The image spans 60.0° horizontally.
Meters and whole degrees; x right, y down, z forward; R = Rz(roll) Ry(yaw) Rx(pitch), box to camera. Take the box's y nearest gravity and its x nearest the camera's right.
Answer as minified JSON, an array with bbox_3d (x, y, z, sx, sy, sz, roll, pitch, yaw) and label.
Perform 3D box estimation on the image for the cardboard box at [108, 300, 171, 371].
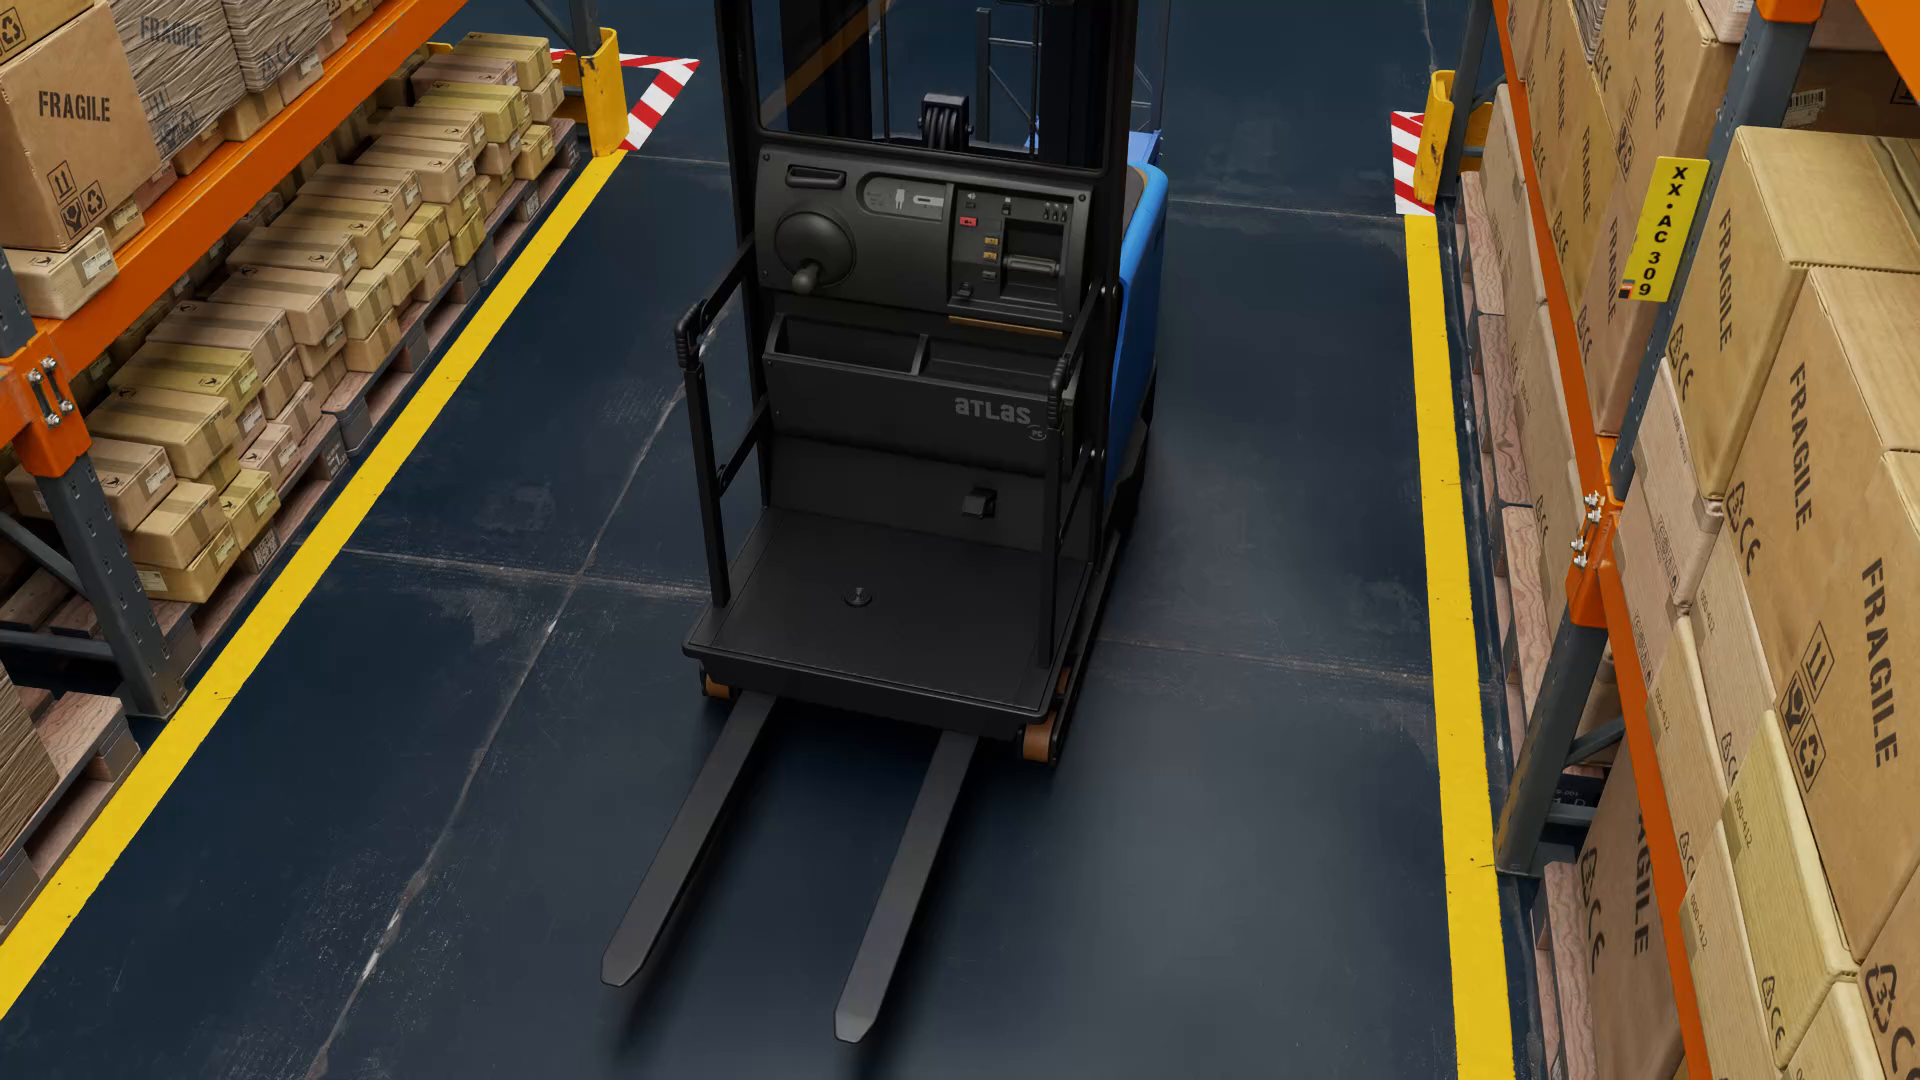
[{"bbox_3d":[-2.932,-0.714,5.700,0.380,0.149,0.250,8,40,9],"label":"cardboard box"}]

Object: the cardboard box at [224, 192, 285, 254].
[{"bbox_3d":[-2.791,-1.209,6.299,0.380,0.149,0.250,6,40,8],"label":"cardboard box"}]

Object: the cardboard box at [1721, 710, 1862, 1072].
[{"bbox_3d":[1.463,0.543,2.464,0.500,0.250,0.500,7,40,8],"label":"cardboard box"}]

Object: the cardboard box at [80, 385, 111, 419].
[{"bbox_3d":[-3.095,-0.445,5.609,0.380,0.149,0.250,5,40,6],"label":"cardboard box"}]

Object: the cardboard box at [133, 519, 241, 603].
[{"bbox_3d":[-2.521,0.050,5.243,0.380,0.149,0.250,5,40,6],"label":"cardboard box"}]

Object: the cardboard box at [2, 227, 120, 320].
[{"bbox_3d":[-2.529,-0.738,4.486,0.380,0.149,0.250,8,40,9],"label":"cardboard box"}]

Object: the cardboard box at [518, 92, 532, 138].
[{"bbox_3d":[-2.117,-1.861,7.321,0.380,0.149,0.250,6,40,7],"label":"cardboard box"}]

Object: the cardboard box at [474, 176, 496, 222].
[{"bbox_3d":[-2.199,-1.428,7.031,0.380,0.149,0.250,7,40,8],"label":"cardboard box"}]

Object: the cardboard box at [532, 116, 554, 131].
[{"bbox_3d":[-2.094,-1.914,7.618,0.380,0.149,0.250,7,40,8],"label":"cardboard box"}]

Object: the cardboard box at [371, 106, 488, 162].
[{"bbox_3d":[-2.177,-1.653,6.836,0.380,0.149,0.250,5,40,6],"label":"cardboard box"}]

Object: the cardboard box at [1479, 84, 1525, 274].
[{"bbox_3d":[2.669,-1.471,6.856,0.875,0.438,0.875,5,40,6],"label":"cardboard box"}]

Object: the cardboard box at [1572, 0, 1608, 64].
[{"bbox_3d":[1.977,-1.600,4.468,0.500,0.500,0.500,7,40,8],"label":"cardboard box"}]

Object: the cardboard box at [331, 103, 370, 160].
[{"bbox_3d":[-2.694,-1.710,6.905,0.380,0.149,0.250,5,40,5],"label":"cardboard box"}]

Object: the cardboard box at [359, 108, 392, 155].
[{"bbox_3d":[-2.610,-1.752,7.190,0.380,0.149,0.250,7,40,8],"label":"cardboard box"}]

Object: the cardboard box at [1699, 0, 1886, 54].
[{"bbox_3d":[1.732,-1.113,3.370,0.380,0.149,0.250,6,40,7],"label":"cardboard box"}]

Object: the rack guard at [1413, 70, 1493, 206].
[{"bbox_3d":[2.689,-1.773,7.502,1.175,0.500,0.348,6,40,8],"label":"rack guard"}]

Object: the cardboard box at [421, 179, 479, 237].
[{"bbox_3d":[-2.183,-1.366,6.723,0.380,0.149,0.250,7,40,8],"label":"cardboard box"}]

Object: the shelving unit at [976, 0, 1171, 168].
[{"bbox_3d":[0.434,-1.462,6.341,0.538,1.500,1.048,10,41,12],"label":"shelving unit"}]

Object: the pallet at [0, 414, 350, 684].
[{"bbox_3d":[-2.819,-0.044,5.638,1.003,0.211,1.213,6,40,8],"label":"pallet"}]

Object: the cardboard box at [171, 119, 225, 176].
[{"bbox_3d":[-2.510,-1.252,5.107,0.380,0.149,0.250,5,40,6],"label":"cardboard box"}]

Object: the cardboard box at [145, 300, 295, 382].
[{"bbox_3d":[-2.513,-0.676,5.654,0.380,0.149,0.250,5,40,7],"label":"cardboard box"}]

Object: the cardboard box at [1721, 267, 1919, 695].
[{"bbox_3d":[1.573,-0.068,2.615,0.500,0.500,0.500,6,40,7],"label":"cardboard box"}]

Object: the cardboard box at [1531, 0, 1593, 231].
[{"bbox_3d":[1.977,-1.210,4.781,0.500,0.500,0.500,6,40,7],"label":"cardboard box"}]

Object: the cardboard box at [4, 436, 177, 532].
[{"bbox_3d":[-2.637,-0.179,5.054,0.380,0.149,0.250,8,40,9],"label":"cardboard box"}]

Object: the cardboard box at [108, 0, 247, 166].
[{"bbox_3d":[-2.488,-1.441,4.827,0.500,0.500,0.500,6,40,8],"label":"cardboard box"}]

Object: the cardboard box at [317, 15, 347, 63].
[{"bbox_3d":[-2.348,-1.744,5.702,0.380,0.149,0.250,8,40,9],"label":"cardboard box"}]

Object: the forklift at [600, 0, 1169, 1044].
[{"bbox_3d":[-0.164,-0.747,4.353,1.130,2.935,3.031,10,41,12],"label":"forklift"}]

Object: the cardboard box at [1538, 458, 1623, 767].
[{"bbox_3d":[2.207,0.232,4.796,0.875,0.438,0.875,6,40,7],"label":"cardboard box"}]

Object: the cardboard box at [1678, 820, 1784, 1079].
[{"bbox_3d":[1.464,0.738,2.620,0.500,0.250,0.500,6,40,7],"label":"cardboard box"}]

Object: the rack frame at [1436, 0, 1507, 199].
[{"bbox_3d":[2.685,-2.721,6.688,1.000,3.000,0.127,6,40,8],"label":"rack frame"}]

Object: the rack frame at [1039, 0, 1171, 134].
[{"bbox_3d":[0.568,-1.774,6.719,0.500,1.500,0.032,10,41,12],"label":"rack frame"}]

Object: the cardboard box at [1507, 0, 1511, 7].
[{"bbox_3d":[2.259,-2.170,5.942,0.500,0.500,0.500,6,40,7],"label":"cardboard box"}]

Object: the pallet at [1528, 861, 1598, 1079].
[{"bbox_3d":[1.933,1.356,3.944,1.003,0.211,1.213,6,40,8],"label":"pallet"}]

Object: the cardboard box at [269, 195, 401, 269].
[{"bbox_3d":[-2.341,-1.157,6.237,0.380,0.149,0.250,7,40,8],"label":"cardboard box"}]

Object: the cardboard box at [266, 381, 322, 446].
[{"bbox_3d":[-2.488,-0.443,5.840,0.380,0.149,0.250,6,40,7],"label":"cardboard box"}]

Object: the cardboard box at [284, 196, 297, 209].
[{"bbox_3d":[-2.720,-1.251,6.584,0.380,0.149,0.250,8,40,10],"label":"cardboard box"}]

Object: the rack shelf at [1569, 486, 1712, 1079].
[{"bbox_3d":[1.647,1.321,2.362,1.077,0.370,4.000,6,40,8],"label":"rack shelf"}]

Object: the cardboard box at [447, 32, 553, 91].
[{"bbox_3d":[-2.050,-2.136,7.420,0.380,0.149,0.250,7,40,8],"label":"cardboard box"}]

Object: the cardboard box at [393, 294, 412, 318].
[{"bbox_3d":[-2.366,-0.942,6.443,0.380,0.149,0.250,7,40,9],"label":"cardboard box"}]

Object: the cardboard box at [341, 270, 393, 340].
[{"bbox_3d":[-2.334,-0.880,6.134,0.380,0.149,0.250,6,40,7],"label":"cardboard box"}]

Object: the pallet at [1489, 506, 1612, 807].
[{"bbox_3d":[2.201,0.395,5.107,1.003,0.211,1.213,6,40,8],"label":"pallet"}]

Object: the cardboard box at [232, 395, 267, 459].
[{"bbox_3d":[-2.560,-0.389,5.541,0.380,0.149,0.250,6,40,7],"label":"cardboard box"}]

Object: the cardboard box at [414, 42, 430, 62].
[{"bbox_3d":[-2.633,-2.205,7.504,0.380,0.149,0.250,5,40,6],"label":"cardboard box"}]
